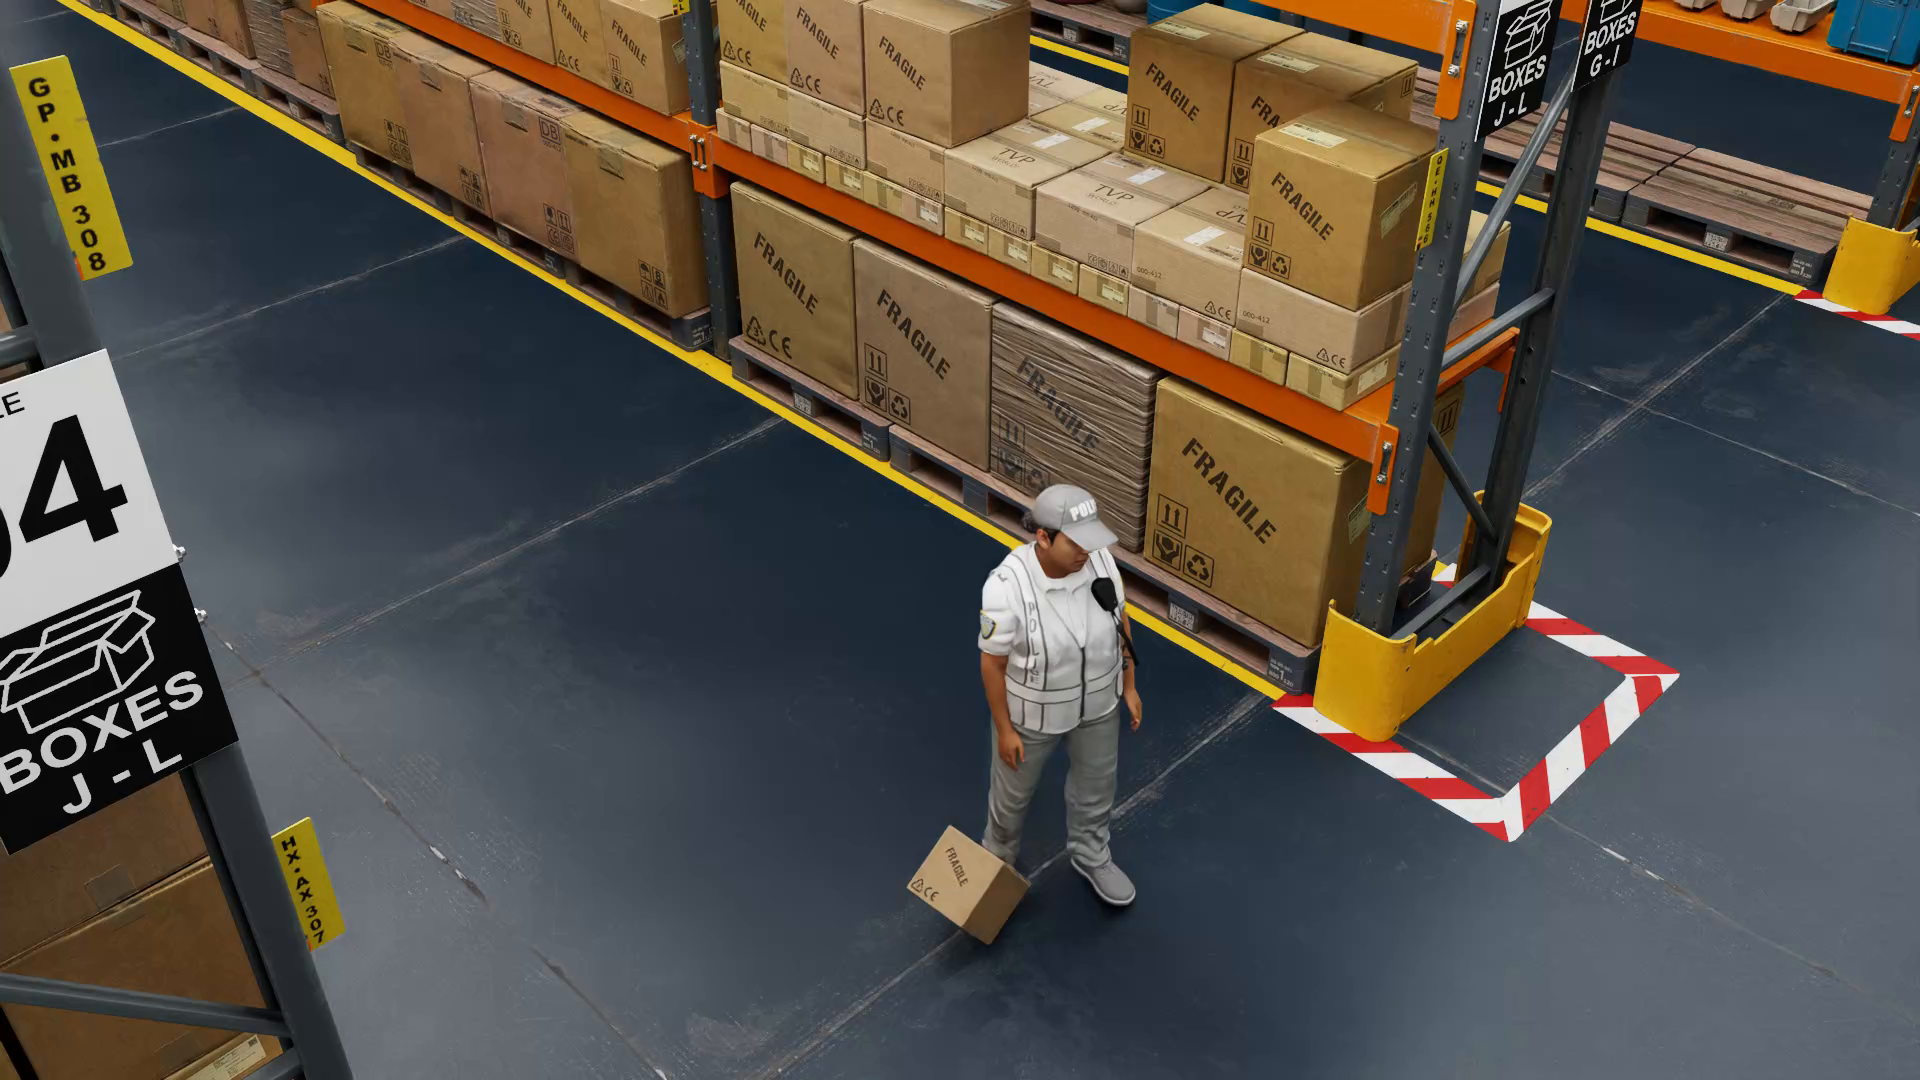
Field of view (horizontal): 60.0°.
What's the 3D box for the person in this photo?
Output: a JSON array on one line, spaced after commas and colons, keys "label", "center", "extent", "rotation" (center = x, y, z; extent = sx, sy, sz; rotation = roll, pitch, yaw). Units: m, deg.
[{"label": "person", "center": [0.300, 0.544, 5.348], "extent": [0.578, 1.673, 0.445], "rotation": [-15, 38, -20]}]
